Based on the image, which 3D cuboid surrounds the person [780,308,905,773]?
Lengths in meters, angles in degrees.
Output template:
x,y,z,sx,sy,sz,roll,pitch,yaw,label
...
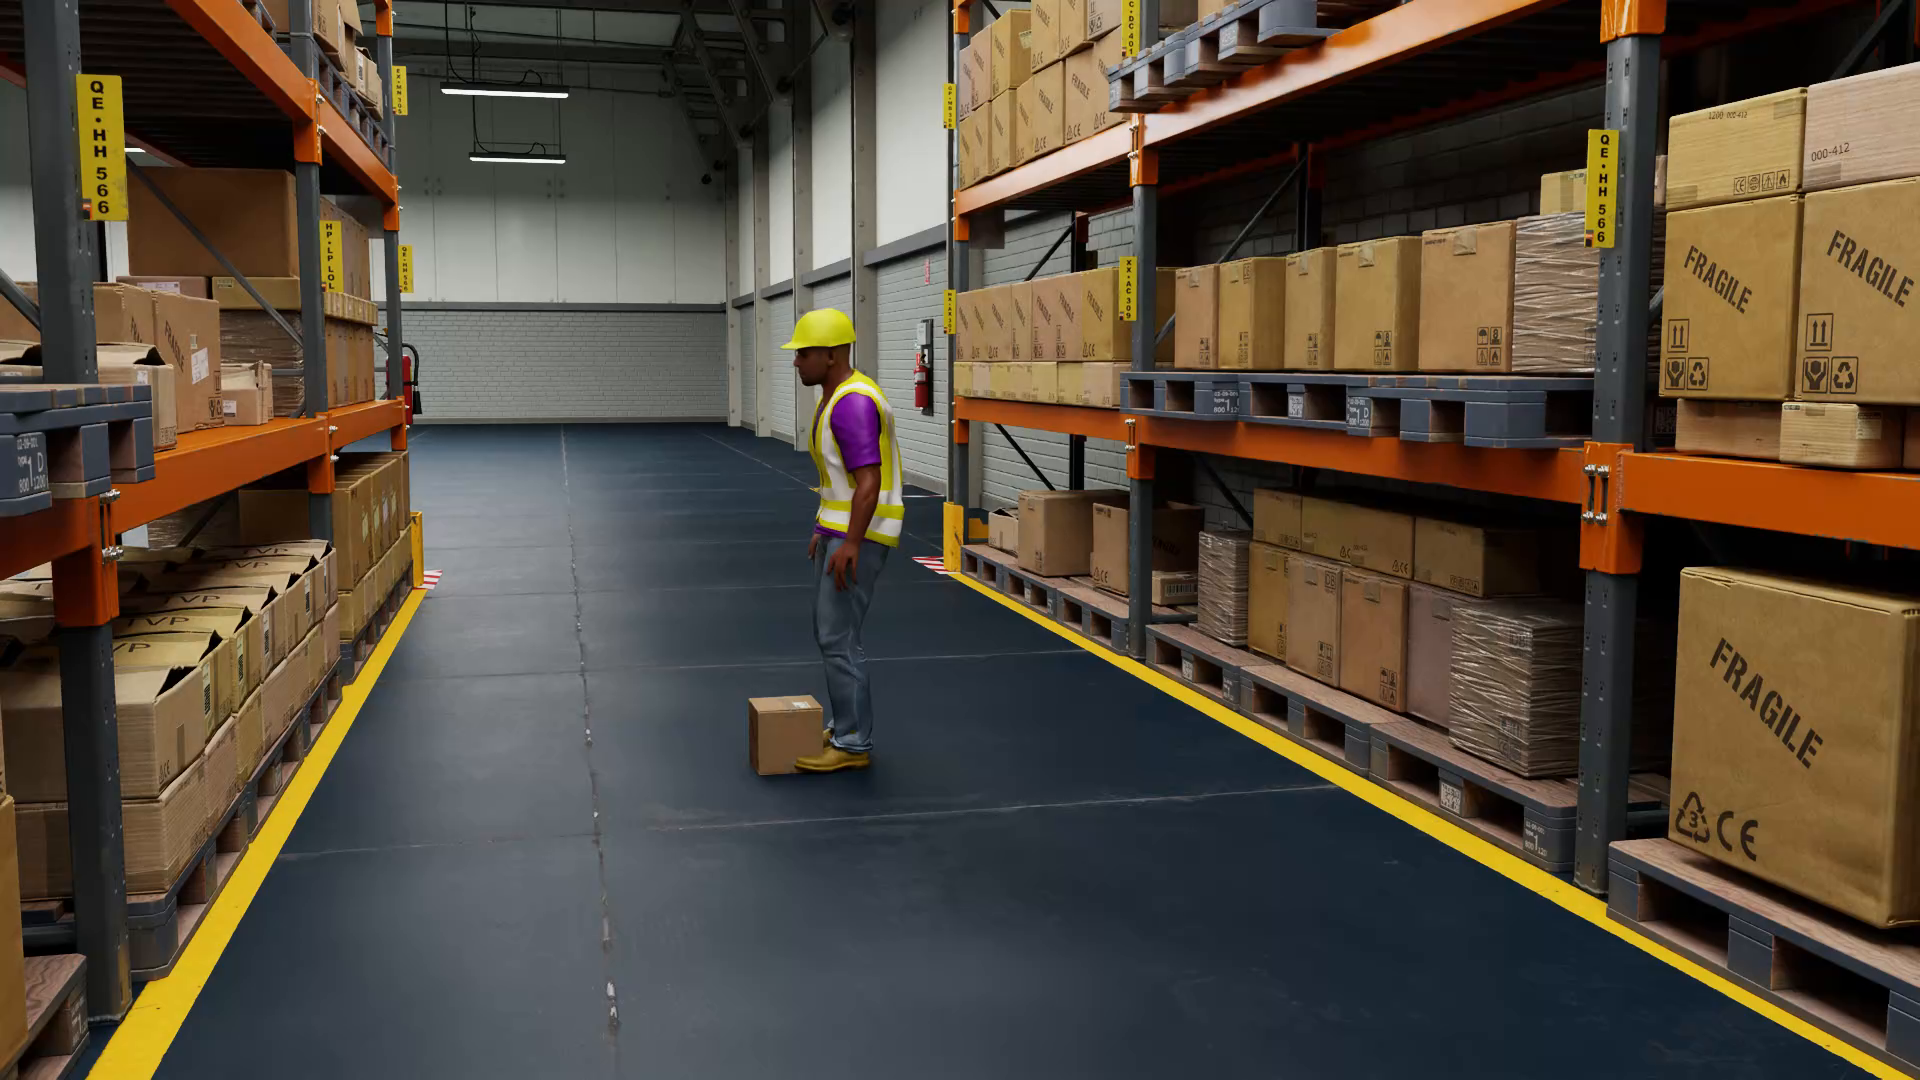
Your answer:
x,y,z,sx,sy,sz,roll,pitch,yaw,label
-0.458,-0.005,6.412,0.458,1.761,0.626,-1,6,-14,person
